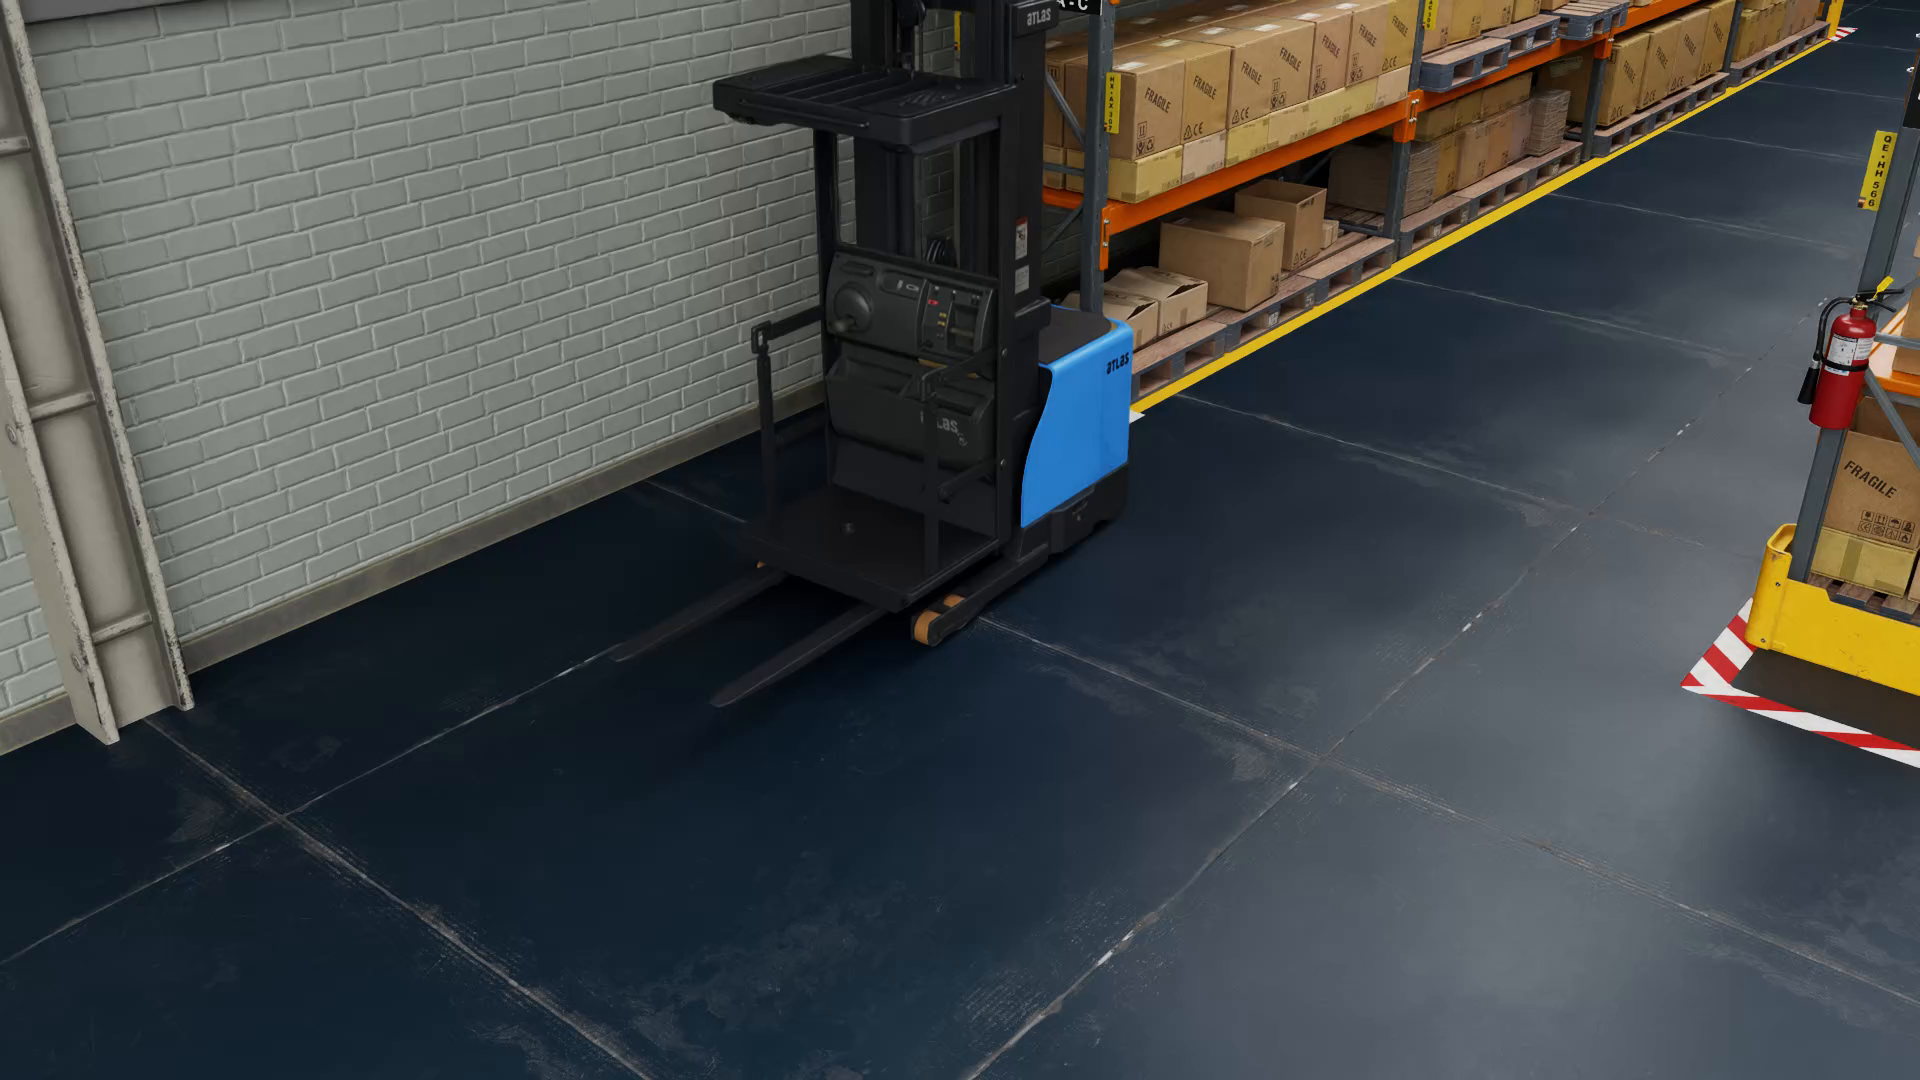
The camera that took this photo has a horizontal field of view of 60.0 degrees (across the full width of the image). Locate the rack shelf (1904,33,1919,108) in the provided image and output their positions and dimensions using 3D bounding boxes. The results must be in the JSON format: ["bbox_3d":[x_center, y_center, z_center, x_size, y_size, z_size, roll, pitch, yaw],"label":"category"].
[{"bbox_3d":[5.521,-2.477,7.792,1.077,0.370,4.000,21,34,34],"label":"rack shelf"}]

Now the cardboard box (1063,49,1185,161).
[{"bbox_3d":[0.960,-2.558,9.756,0.500,0.500,0.500,21,34,34],"label":"cardboard box"}]

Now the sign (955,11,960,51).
[{"bbox_3d":[0.009,-3.025,9.730,0.100,0.325,0.005,21,34,34],"label":"sign"}]

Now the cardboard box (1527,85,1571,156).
[{"bbox_3d":[5.095,-3.853,15.174,0.700,0.500,0.500,21,34,35],"label":"cardboard box"}]

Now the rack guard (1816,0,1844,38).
[{"bbox_3d":[10.617,-6.773,21.297,1.175,0.500,0.348,21,34,34],"label":"rack guard"}]

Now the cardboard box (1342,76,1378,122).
[{"bbox_3d":[2.578,-3.131,11.680,0.500,0.250,0.500,21,34,35],"label":"cardboard box"}]

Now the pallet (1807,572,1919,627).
[{"bbox_3d":[4.703,0.200,8.133,1.003,0.211,1.213,21,34,34],"label":"pallet"}]

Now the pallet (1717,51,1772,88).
[{"bbox_3d":[8.601,-5.464,19.083,1.003,0.211,1.213,21,34,34],"label":"pallet"}]

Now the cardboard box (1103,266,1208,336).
[{"bbox_3d":[1.296,-1.624,11.072,0.500,0.311,0.500,24,36,38],"label":"cardboard box"}]

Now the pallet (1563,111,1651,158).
[{"bbox_3d":[6.073,-4.057,16.362,1.003,0.211,1.213,21,34,34],"label":"pallet"}]

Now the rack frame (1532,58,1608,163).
[{"bbox_3d":[5.513,-5.038,15.224,1.000,3.000,0.127,21,34,34],"label":"rack frame"}]

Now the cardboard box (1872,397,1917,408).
[{"bbox_3d":[4.985,-0.689,8.537,0.500,0.500,0.500,21,34,34],"label":"cardboard box"}]

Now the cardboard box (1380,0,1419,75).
[{"bbox_3d":[2.907,-3.637,11.841,0.500,0.500,0.500,21,34,34],"label":"cardboard box"}]

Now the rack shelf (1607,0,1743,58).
[{"bbox_3d":[6.785,-5.427,16.760,1.077,0.370,4.000,21,34,34],"label":"rack shelf"}]

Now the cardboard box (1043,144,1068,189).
[{"bbox_3d":[0.572,-2.366,10.201,0.500,0.250,0.500,21,34,35],"label":"cardboard box"}]

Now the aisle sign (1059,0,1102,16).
[{"bbox_3d":[0.610,-3.243,8.925,0.394,0.787,0.004,21,34,34],"label":"aisle sign"}]

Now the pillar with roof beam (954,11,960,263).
[{"bbox_3d":[3.524,-4.109,6.899,9.100,9.000,0.400,21,34,34],"label":"pillar with roof beam"}]

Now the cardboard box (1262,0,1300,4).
[{"bbox_3d":[2.177,-3.607,11.783,0.500,0.500,0.500,21,34,34],"label":"cardboard box"}]

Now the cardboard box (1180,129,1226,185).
[{"bbox_3d":[1.299,-2.412,10.290,0.500,0.250,0.500,20,33,33],"label":"cardboard box"}]

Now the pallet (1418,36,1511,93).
[{"bbox_3d":[3.567,-3.763,12.968,1.003,0.211,1.213,21,34,34],"label":"pallet"}]

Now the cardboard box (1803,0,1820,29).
[{"bbox_3d":[10.233,-6.673,20.648,0.700,0.500,0.500,21,34,34],"label":"cardboard box"}]

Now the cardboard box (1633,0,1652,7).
[{"bbox_3d":[6.302,-5.140,15.674,0.380,0.149,0.250,22,35,36],"label":"cardboard box"}]

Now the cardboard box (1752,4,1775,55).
[{"bbox_3d":[8.934,-5.945,19.240,0.700,0.500,0.500,20,34,34],"label":"cardboard box"}]

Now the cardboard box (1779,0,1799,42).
[{"bbox_3d":[9.596,-6.317,19.960,0.700,0.500,0.500,19,33,33],"label":"cardboard box"}]

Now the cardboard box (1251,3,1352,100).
[{"bbox_3d":[2.265,-3.283,11.157,0.500,0.500,0.500,20,33,33],"label":"cardboard box"}]

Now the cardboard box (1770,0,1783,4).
[{"bbox_3d":[9.302,-6.309,19.238,0.380,0.149,0.250,20,33,33],"label":"cardboard box"}]

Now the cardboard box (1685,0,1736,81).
[{"bbox_3d":[7.744,-5.419,17.844,0.750,0.750,0.750,21,34,35],"label":"cardboard box"}]

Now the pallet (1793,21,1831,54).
[{"bbox_3d":[10.153,-6.329,20.755,1.003,0.211,1.213,21,34,34],"label":"pallet"}]

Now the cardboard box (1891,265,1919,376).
[{"bbox_3d":[4.556,-0.961,7.235,0.700,0.500,0.500,21,34,34],"label":"cardboard box"}]

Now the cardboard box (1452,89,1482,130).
[{"bbox_3d":[4.029,-3.646,13.960,0.500,0.250,0.500,20,33,33],"label":"cardboard box"}]

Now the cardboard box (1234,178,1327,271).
[{"bbox_3d":[2.339,-2.325,12.222,0.500,0.500,0.500,18,32,31],"label":"cardboard box"}]

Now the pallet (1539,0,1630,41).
[{"bbox_3d":[5.142,-4.669,14.719,1.213,0.211,1.003,21,34,34],"label":"pallet"}]

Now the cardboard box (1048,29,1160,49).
[{"bbox_3d":[0.888,-2.882,10.381,0.500,0.500,0.500,21,34,35],"label":"cardboard box"}]

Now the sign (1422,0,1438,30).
[{"bbox_3d":[3.392,-3.848,11.982,0.100,0.325,0.005,21,34,34],"label":"sign"}]

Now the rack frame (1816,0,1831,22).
[{"bbox_3d":[10.601,-7.874,20.707,1.000,3.000,0.127,21,34,34],"label":"rack frame"}]

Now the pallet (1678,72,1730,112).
[{"bbox_3d":[7.625,-4.922,18.035,1.003,0.211,1.213,21,34,34],"label":"pallet"}]

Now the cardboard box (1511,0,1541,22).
[{"bbox_3d":[4.446,-4.660,13.906,0.700,0.500,0.500,21,34,34],"label":"cardboard box"}]

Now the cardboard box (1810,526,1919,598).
[{"bbox_3d":[4.362,0.003,8.015,0.500,0.250,0.500,21,34,34],"label":"cardboard box"}]

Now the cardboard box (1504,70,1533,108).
[{"bbox_3d":[4.684,-4.002,14.647,0.500,0.250,0.500,21,34,35],"label":"cardboard box"}]

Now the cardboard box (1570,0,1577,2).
[{"bbox_3d":[5.222,-5.108,14.772,0.700,0.500,0.500,16,32,29],"label":"cardboard box"}]

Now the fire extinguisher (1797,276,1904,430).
[{"bbox_3d":[3.816,-0.815,7.144,0.296,0.674,0.183,21,34,34],"label":"fire extinguisher"}]

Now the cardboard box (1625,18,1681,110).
[{"bbox_3d":[6.644,-4.801,16.648,0.750,0.750,0.750,21,34,34],"label":"cardboard box"}]

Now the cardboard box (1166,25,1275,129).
[{"bbox_3d":[1.615,-2.912,10.440,0.500,0.500,0.500,19,33,33],"label":"cardboard box"}]

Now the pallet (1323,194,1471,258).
[{"bbox_3d":[3.463,-2.658,13.658,1.003,0.211,1.213,21,34,34],"label":"pallet"}]

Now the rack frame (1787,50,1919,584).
[{"bbox_3d":[4.249,-0.755,6.945,1.000,3.000,0.127,21,34,34],"label":"rack frame"}]

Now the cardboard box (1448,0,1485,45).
[{"bbox_3d":[3.680,-4.226,13.067,0.500,0.500,0.700,-24,36,-39],"label":"cardboard box"}]

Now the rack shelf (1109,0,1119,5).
[{"bbox_3d":[1.696,-3.923,10.588,1.077,0.370,4.000,21,34,34],"label":"rack shelf"}]

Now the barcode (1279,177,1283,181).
[{"bbox_3d":[2.440,-2.726,12.648,0.001,0.075,0.075,21,34,34],"label":"barcode"}]

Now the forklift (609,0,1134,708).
[{"bbox_3d":[-0.369,-1.057,7.604,1.130,2.935,3.031,19,33,32],"label":"forklift"}]

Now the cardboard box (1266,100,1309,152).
[{"bbox_3d":[1.951,-2.770,10.981,0.500,0.250,0.500,21,34,35],"label":"cardboard box"}]

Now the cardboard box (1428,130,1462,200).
[{"bbox_3d":[3.714,-3.169,13.852,0.700,0.500,0.500,20,33,33],"label":"cardboard box"}]

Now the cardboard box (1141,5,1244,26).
[{"bbox_3d":[1.534,-3.245,11.083,0.500,0.500,0.500,21,34,35],"label":"cardboard box"}]

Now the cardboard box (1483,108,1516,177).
[{"bbox_3d":[4.384,-3.519,14.530,0.700,0.500,0.500,21,34,34],"label":"cardboard box"}]
